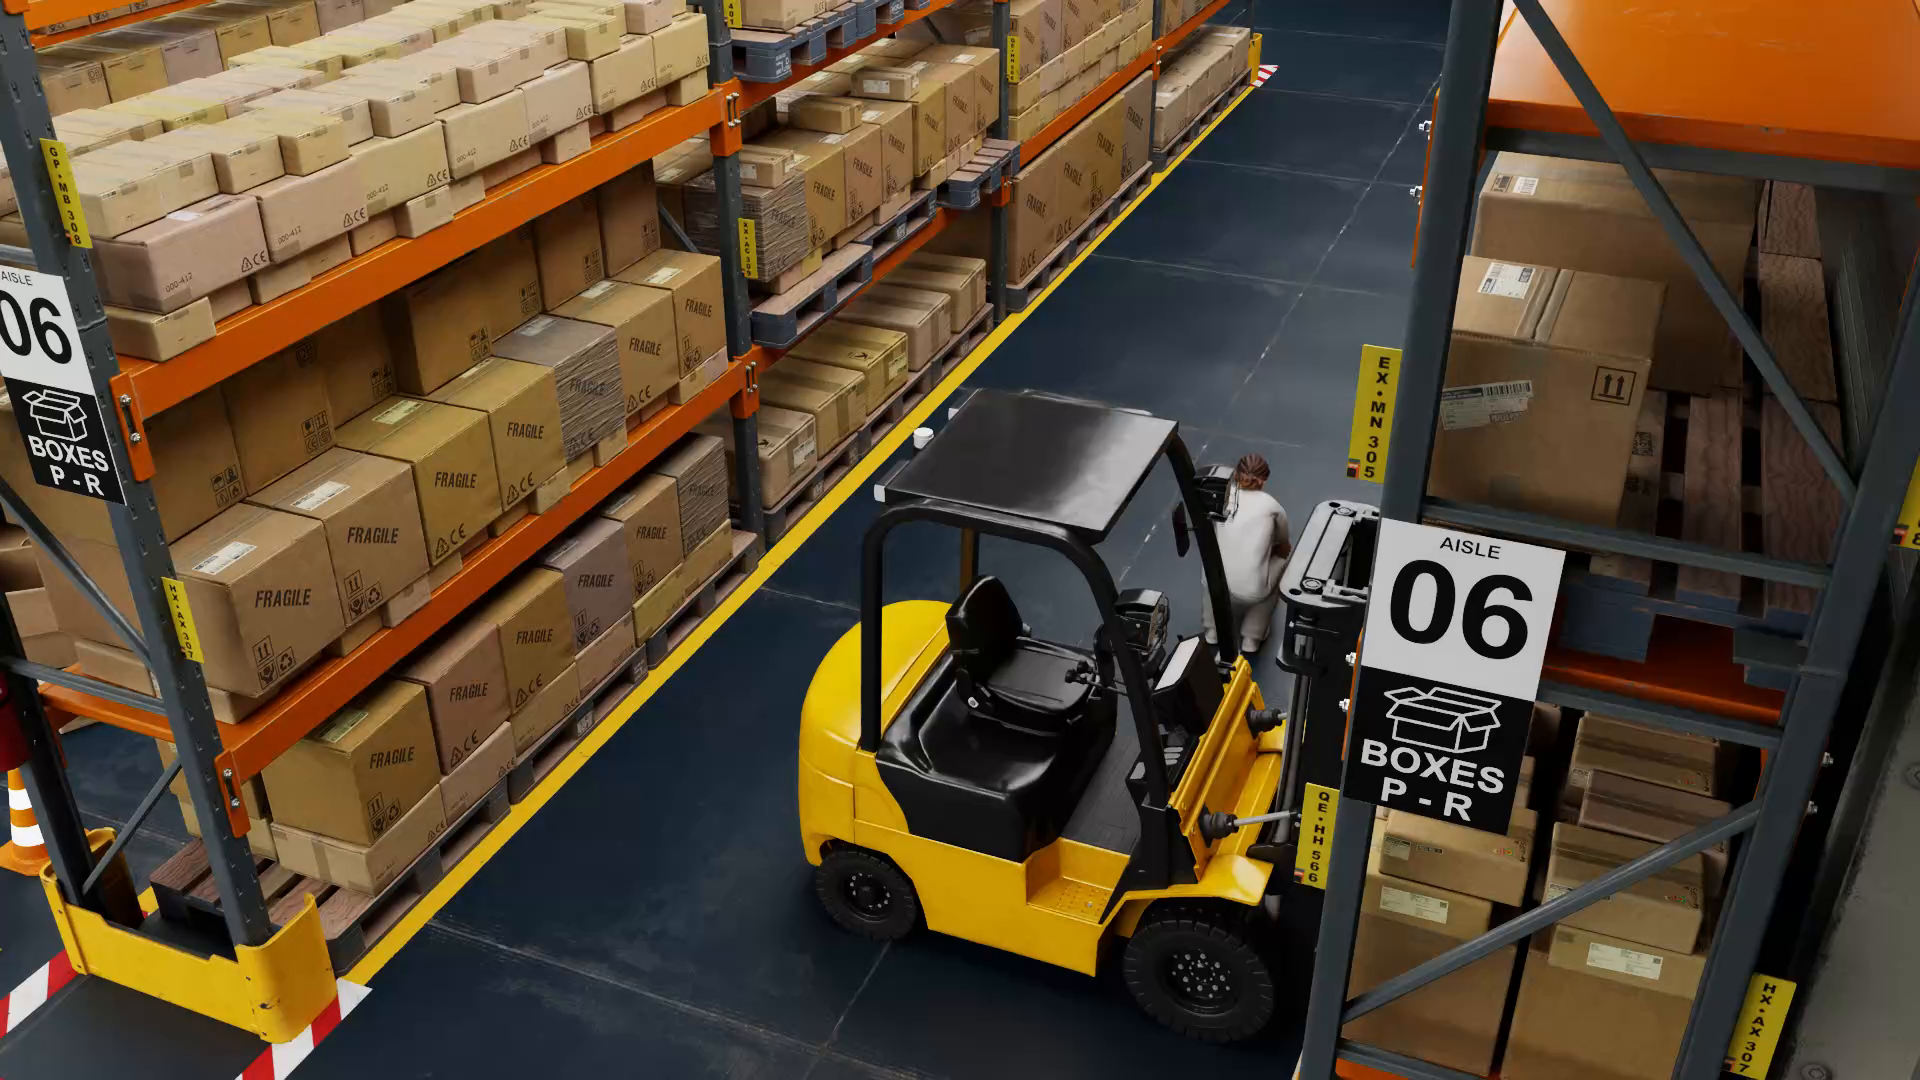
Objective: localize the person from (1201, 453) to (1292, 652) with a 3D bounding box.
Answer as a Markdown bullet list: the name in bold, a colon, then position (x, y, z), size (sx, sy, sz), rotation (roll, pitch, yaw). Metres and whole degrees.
- **person**: position (1.542, 0.062, 9.037), size (0.490, 0.935, 0.805), rotation (11, 32, 19)
